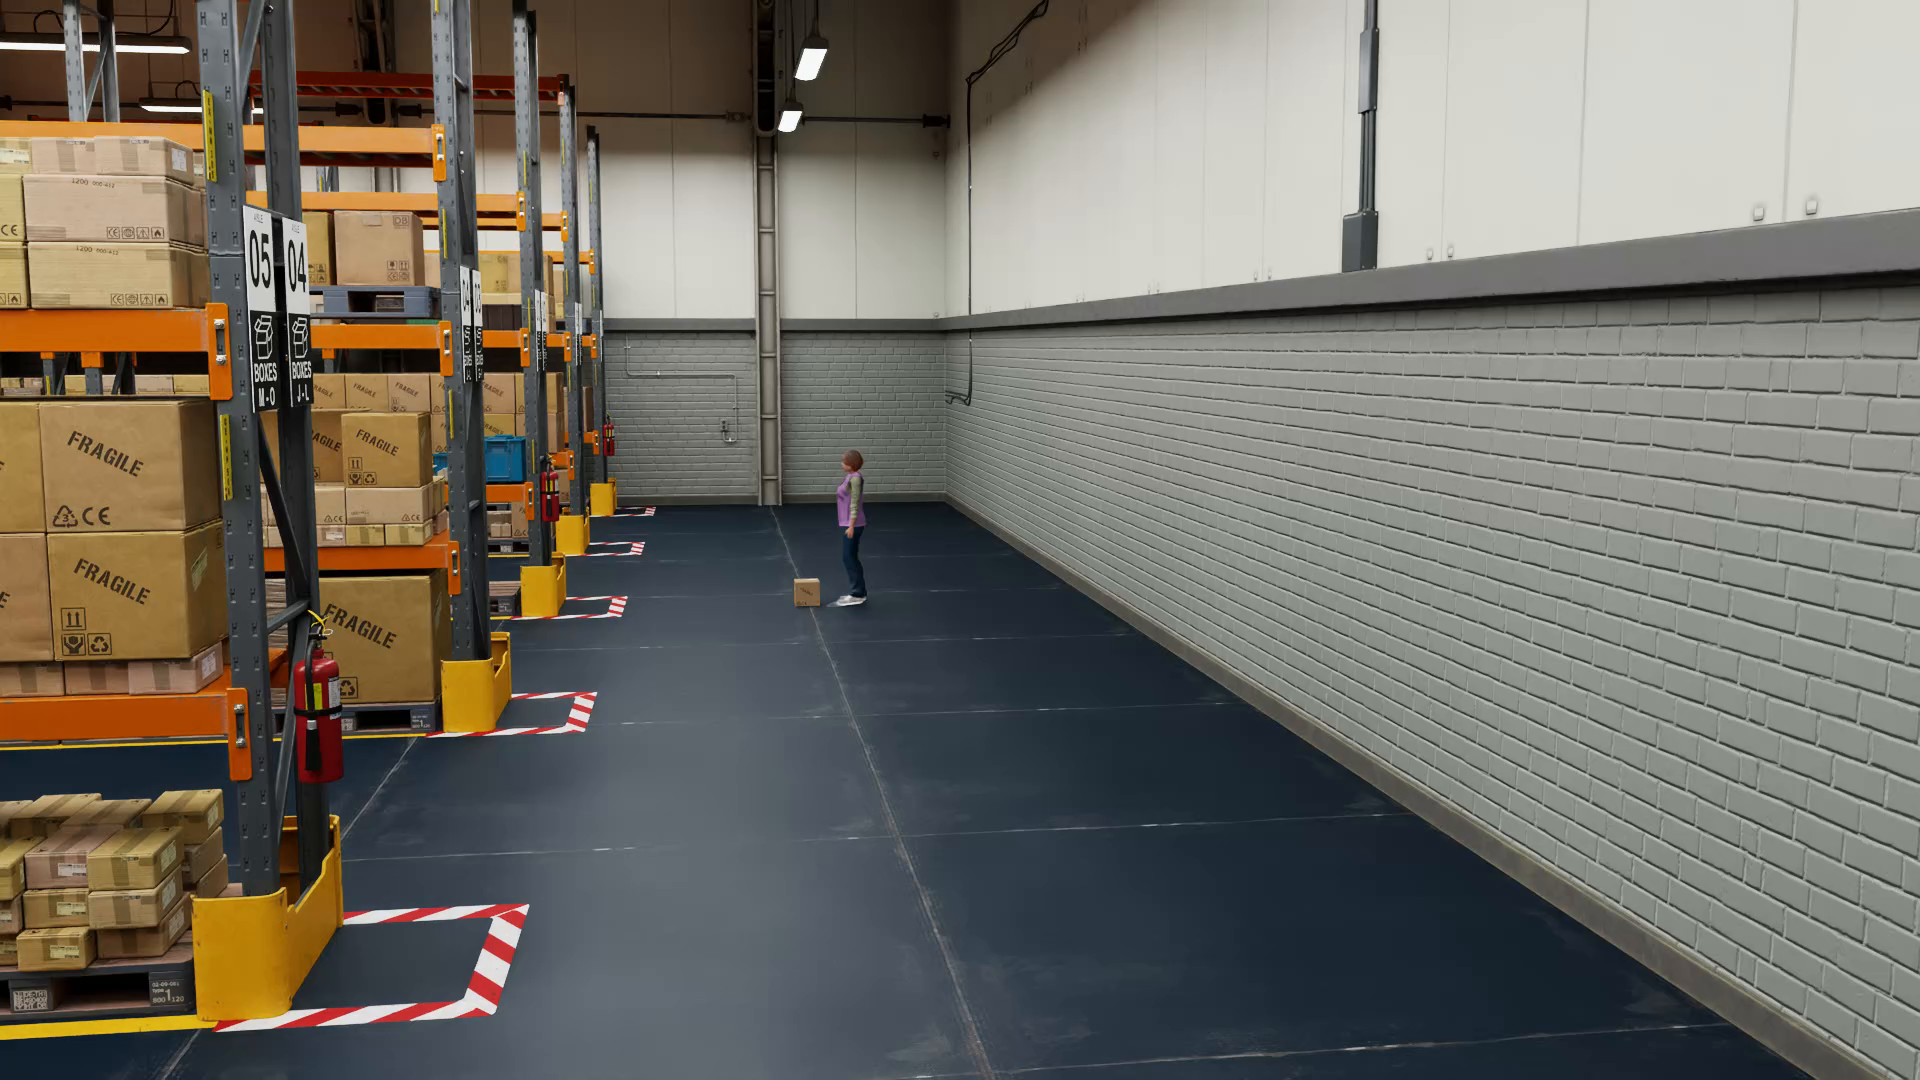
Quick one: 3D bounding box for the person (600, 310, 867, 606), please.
[{"bbox_3d":[-3.288,-1.465,21.639,3.384,3.196,10.133,-1,7,-8],"label":"person"}]
